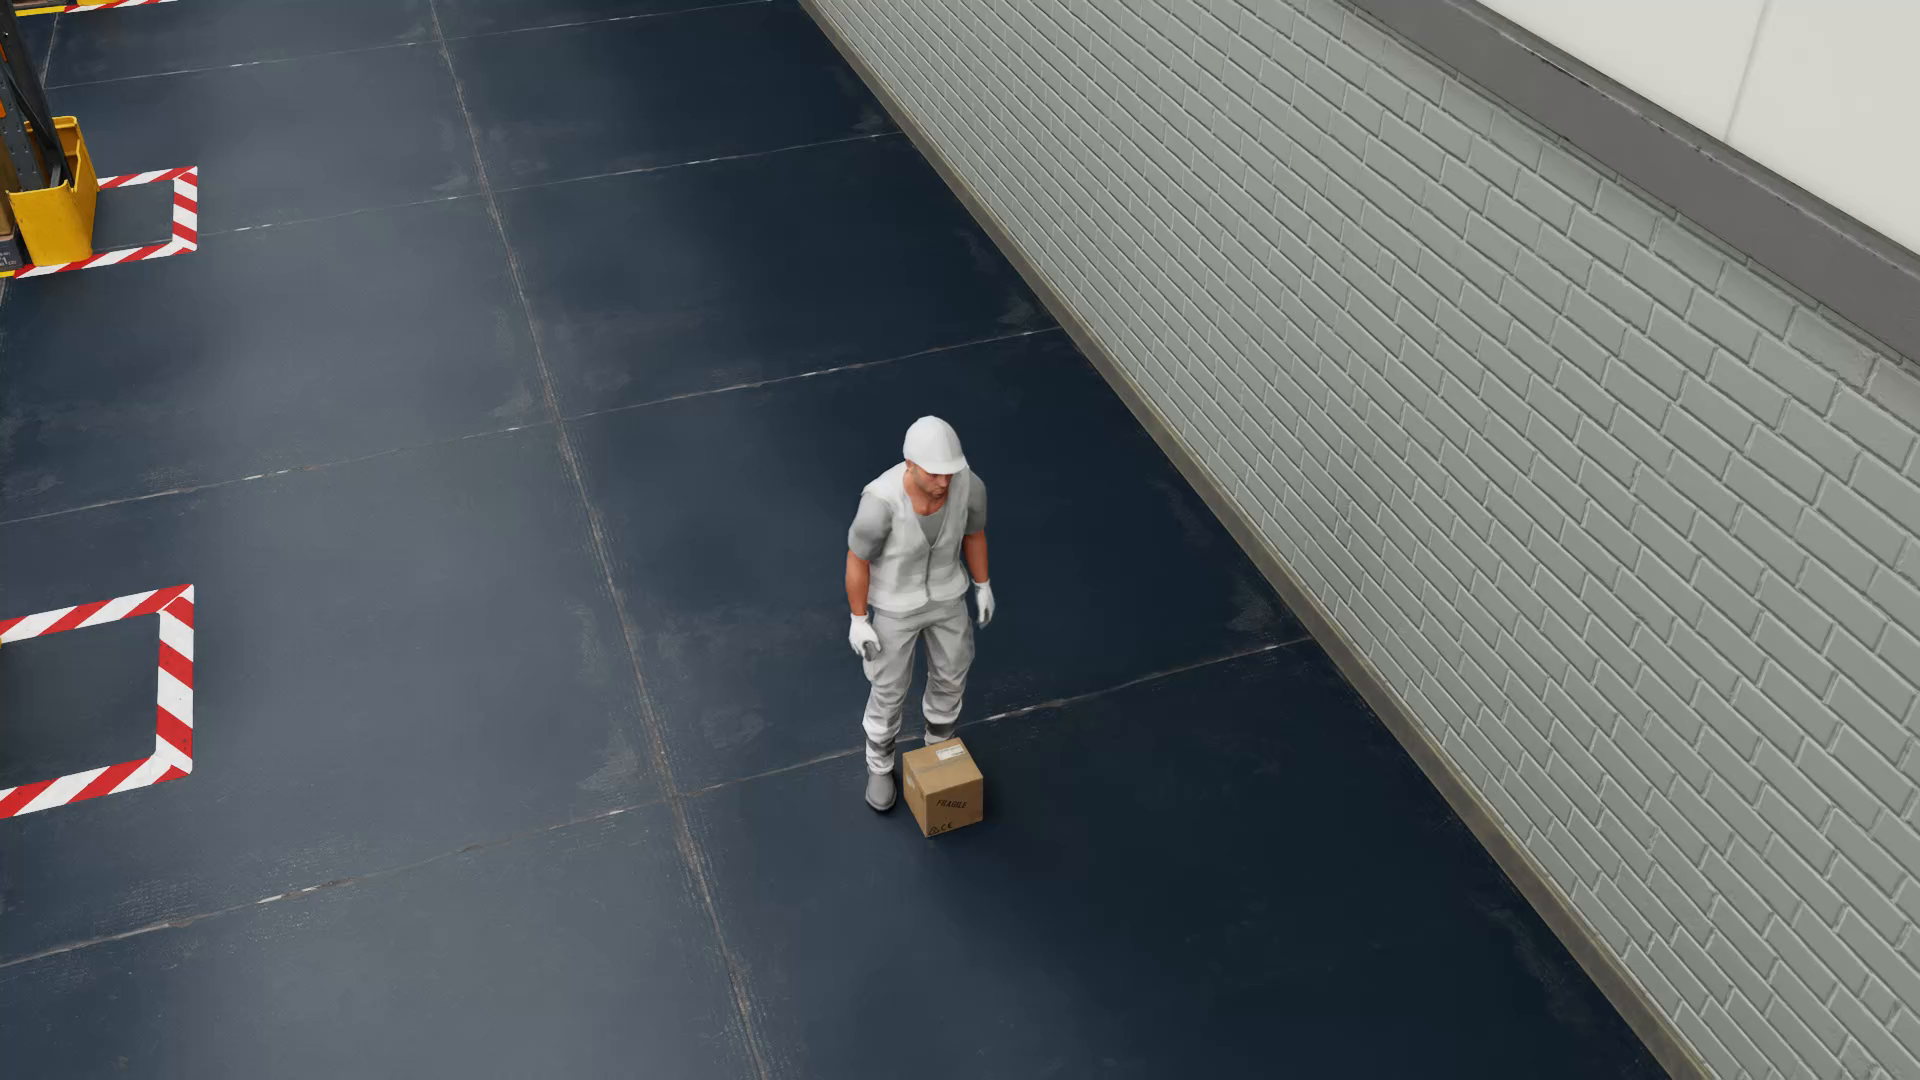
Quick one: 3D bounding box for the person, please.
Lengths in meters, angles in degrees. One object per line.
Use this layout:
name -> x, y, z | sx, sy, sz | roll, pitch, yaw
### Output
person -> -0.145, 0.263, 6.429 | 0.616, 1.778, 0.453 | -15, 40, -19
